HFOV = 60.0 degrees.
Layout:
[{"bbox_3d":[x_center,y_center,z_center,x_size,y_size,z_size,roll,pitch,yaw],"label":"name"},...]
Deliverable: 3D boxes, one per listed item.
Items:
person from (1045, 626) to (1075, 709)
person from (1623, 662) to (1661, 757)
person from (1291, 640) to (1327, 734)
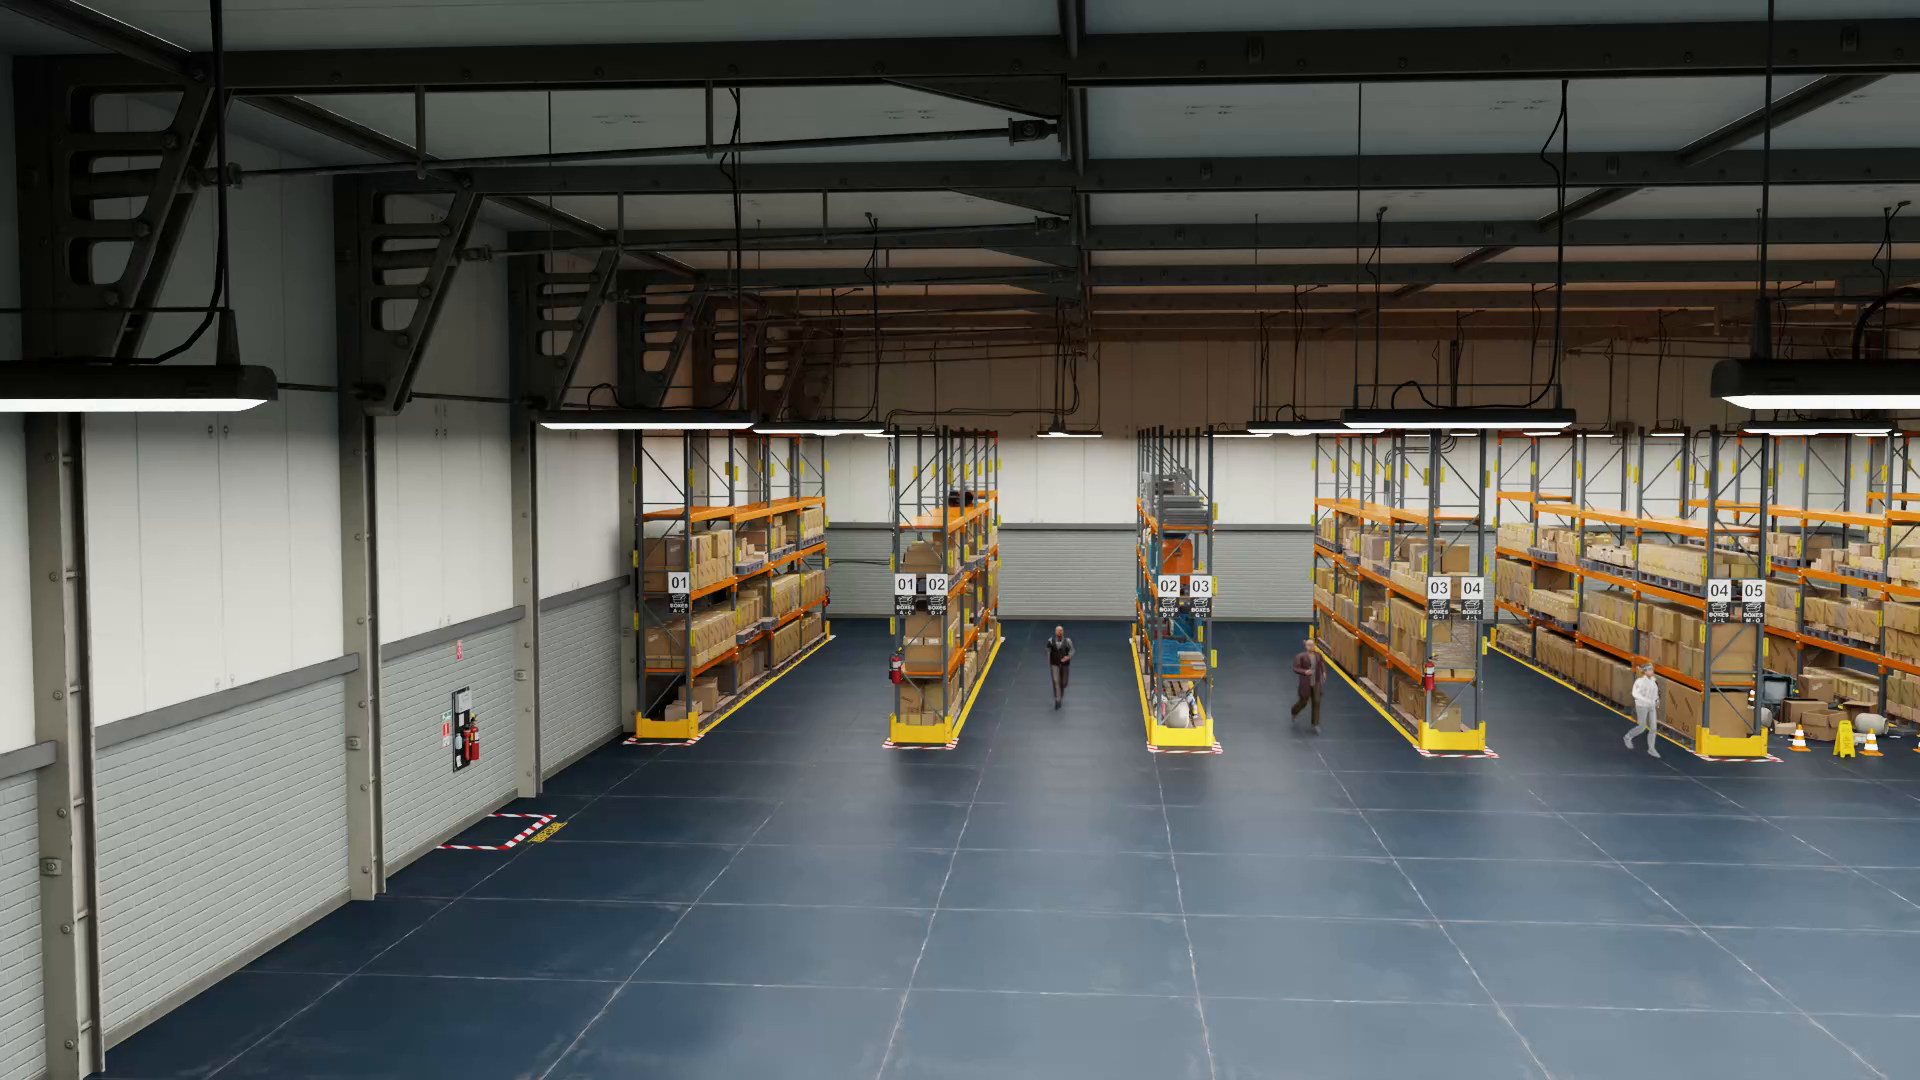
[{"bbox_3d":[2.167,2.723,35.915,0.628,1.723,1.122,0,3,-2],"label":"person"},{"bbox_3d":[12.500,3.066,30.357,0.639,1.706,0.781,-1,4,-23],"label":"person"},{"bbox_3d":[6.893,2.856,32.865,0.718,1.799,1.059,-1,3,-8],"label":"person"}]
